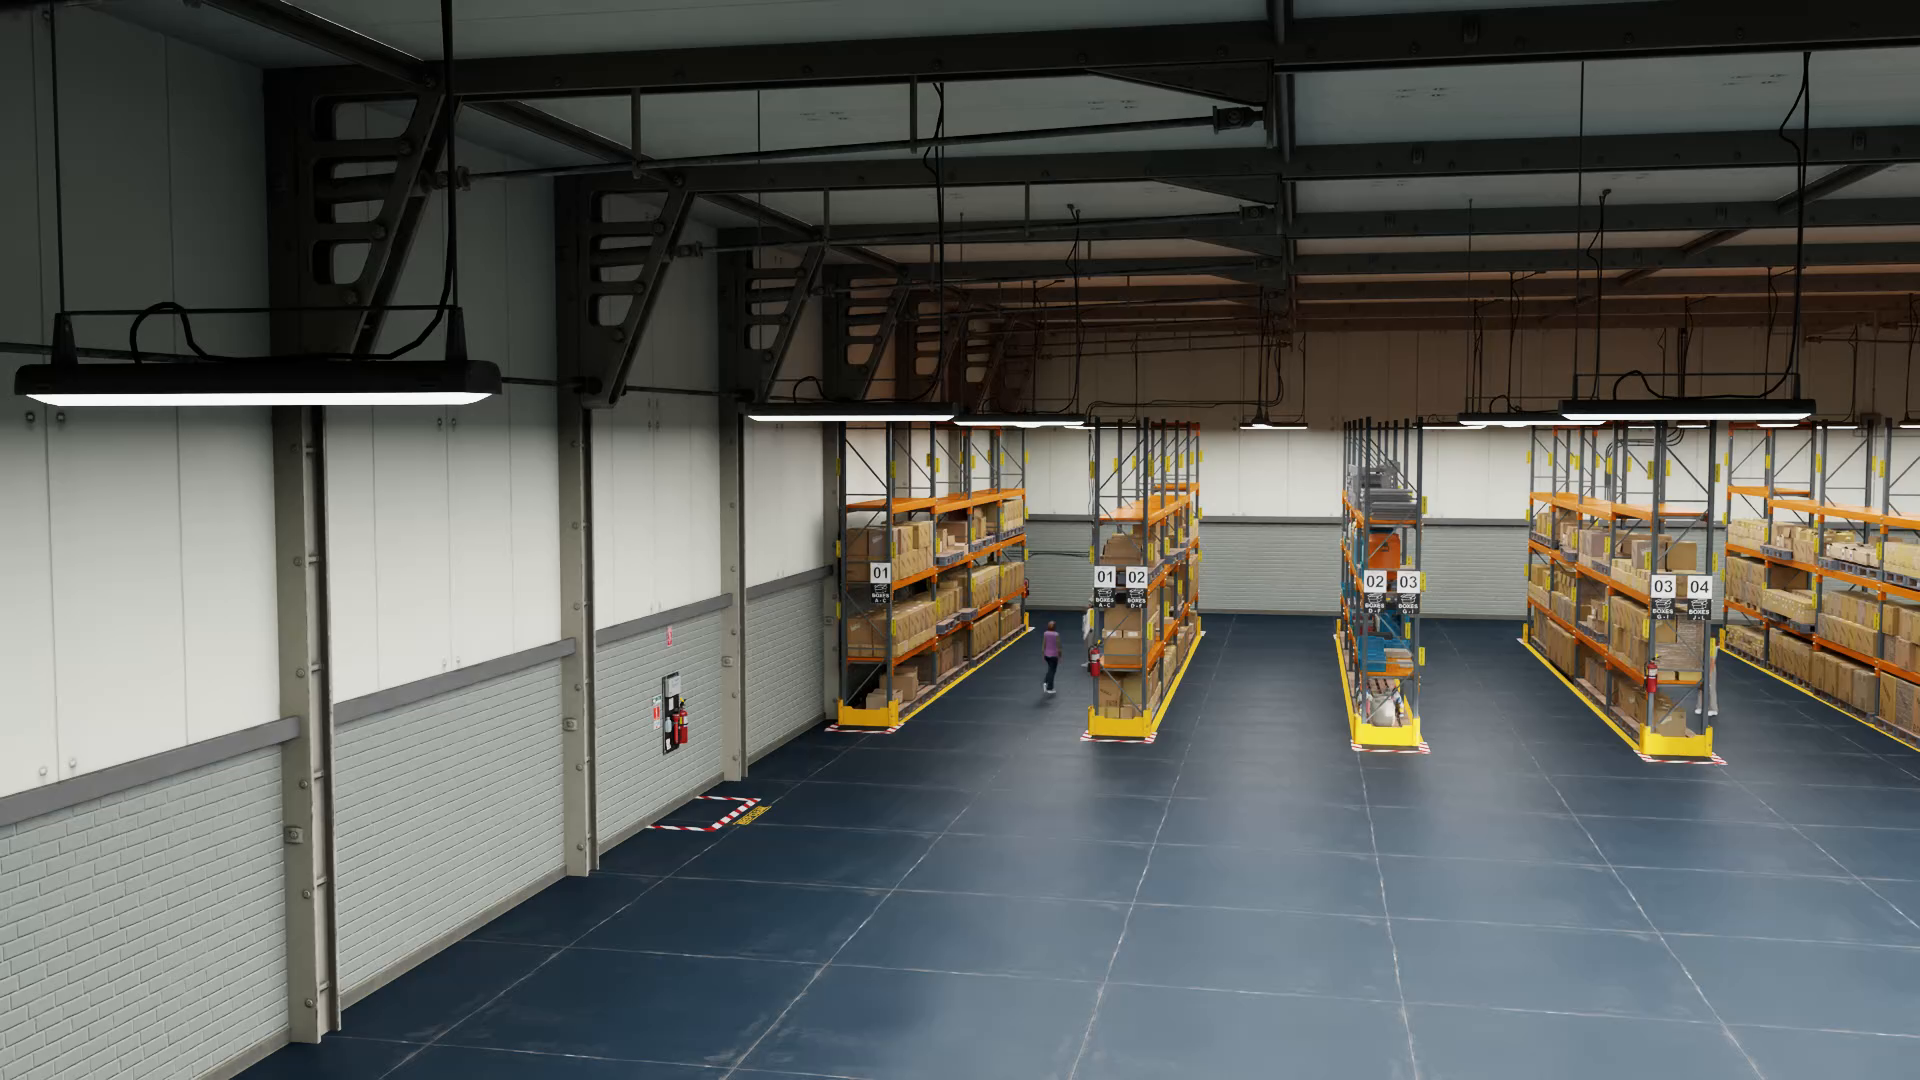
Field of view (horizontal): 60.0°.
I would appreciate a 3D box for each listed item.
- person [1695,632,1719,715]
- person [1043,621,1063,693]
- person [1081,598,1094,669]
[{"bbox_3d":[15.139,2.693,33.714,0.425,1.674,0.482,-1,4,-17],"label":"person"},{"bbox_3d":[2.040,2.552,36.365,0.390,1.590,0.399,-3,5,-42],"label":"person"},{"bbox_3d":[3.140,2.271,40.417,0.415,1.726,0.519,-1,4,-16],"label":"person"}]
